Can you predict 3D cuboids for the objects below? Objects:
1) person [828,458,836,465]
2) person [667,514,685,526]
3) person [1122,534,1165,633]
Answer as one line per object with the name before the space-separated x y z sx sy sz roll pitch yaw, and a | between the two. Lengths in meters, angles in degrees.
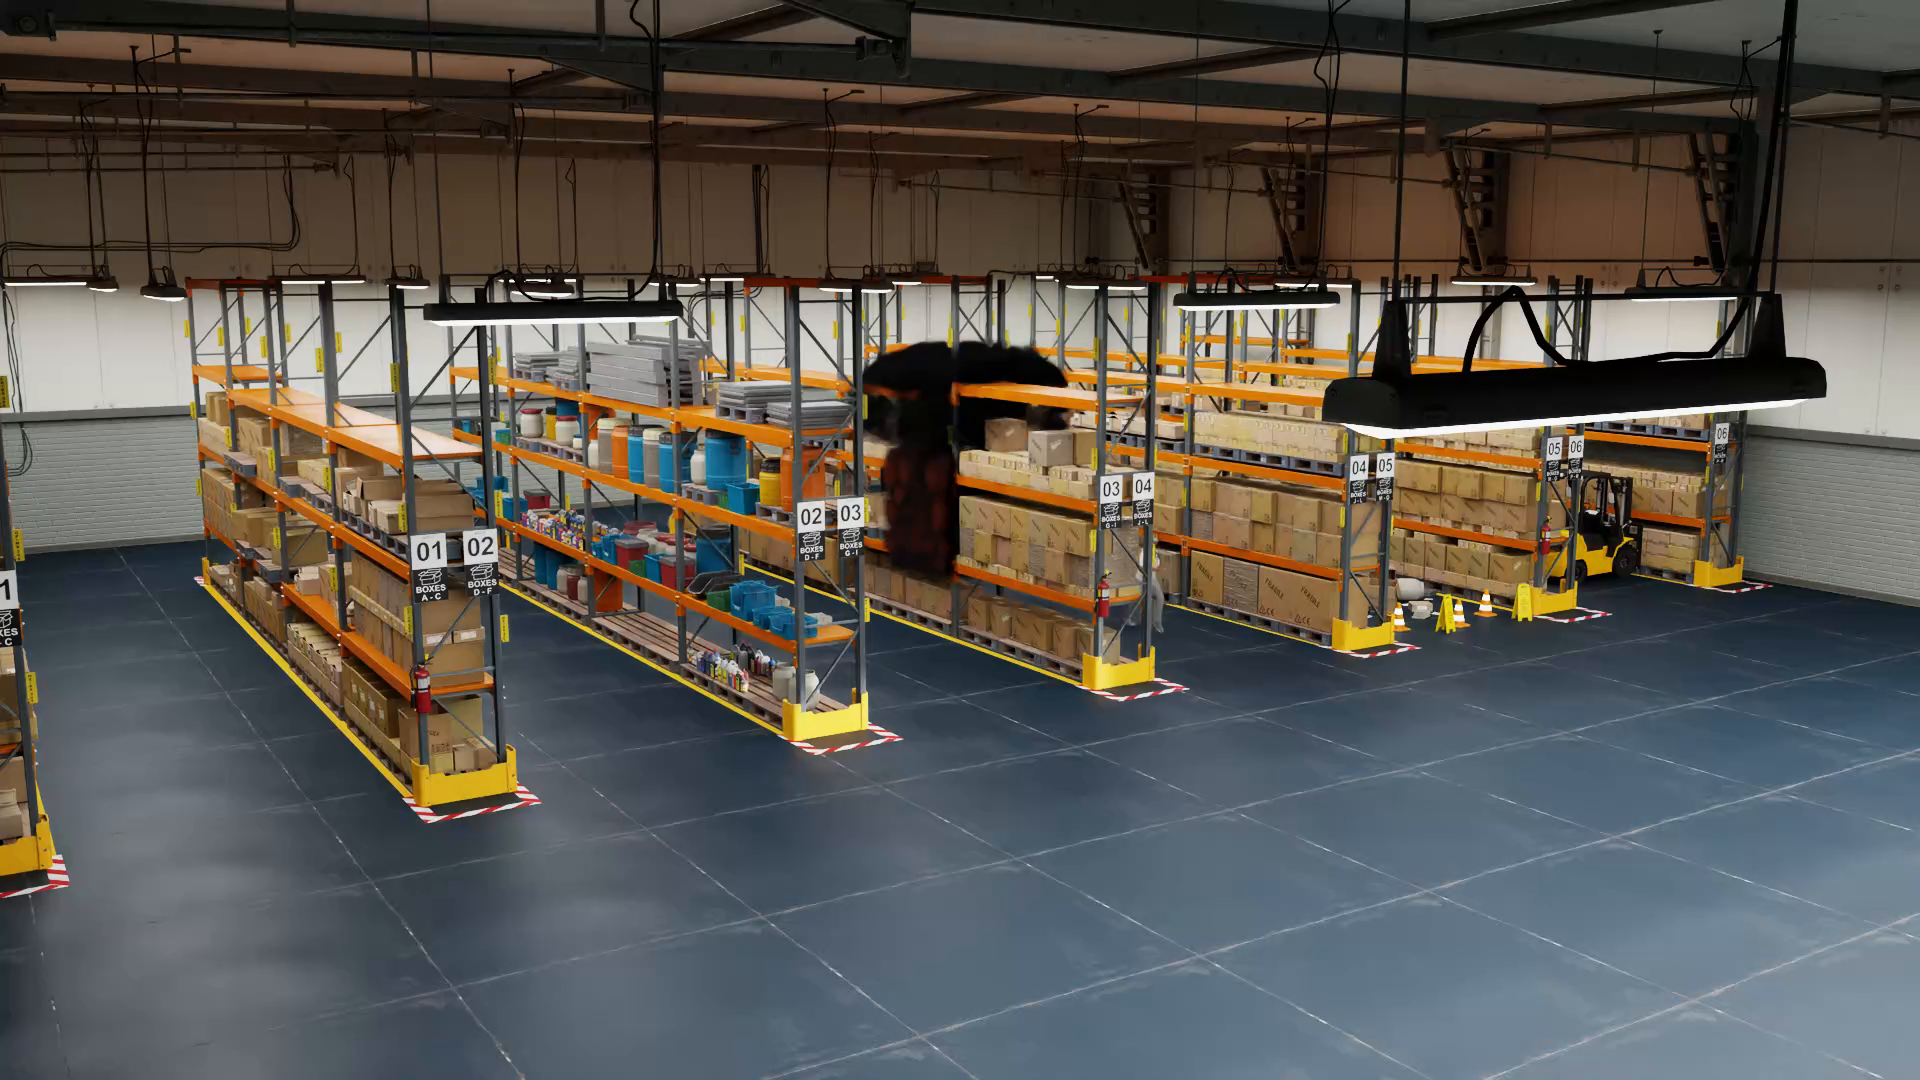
person | -3.201 -1.125 39.587 0.854 1.683 0.561 -4 10 -24
person | -6.659 -1.050 39.442 0.619 1.751 0.663 -3 10 -16
person | 3.187 0.725 28.701 0.832 1.735 0.600 7 12 36
